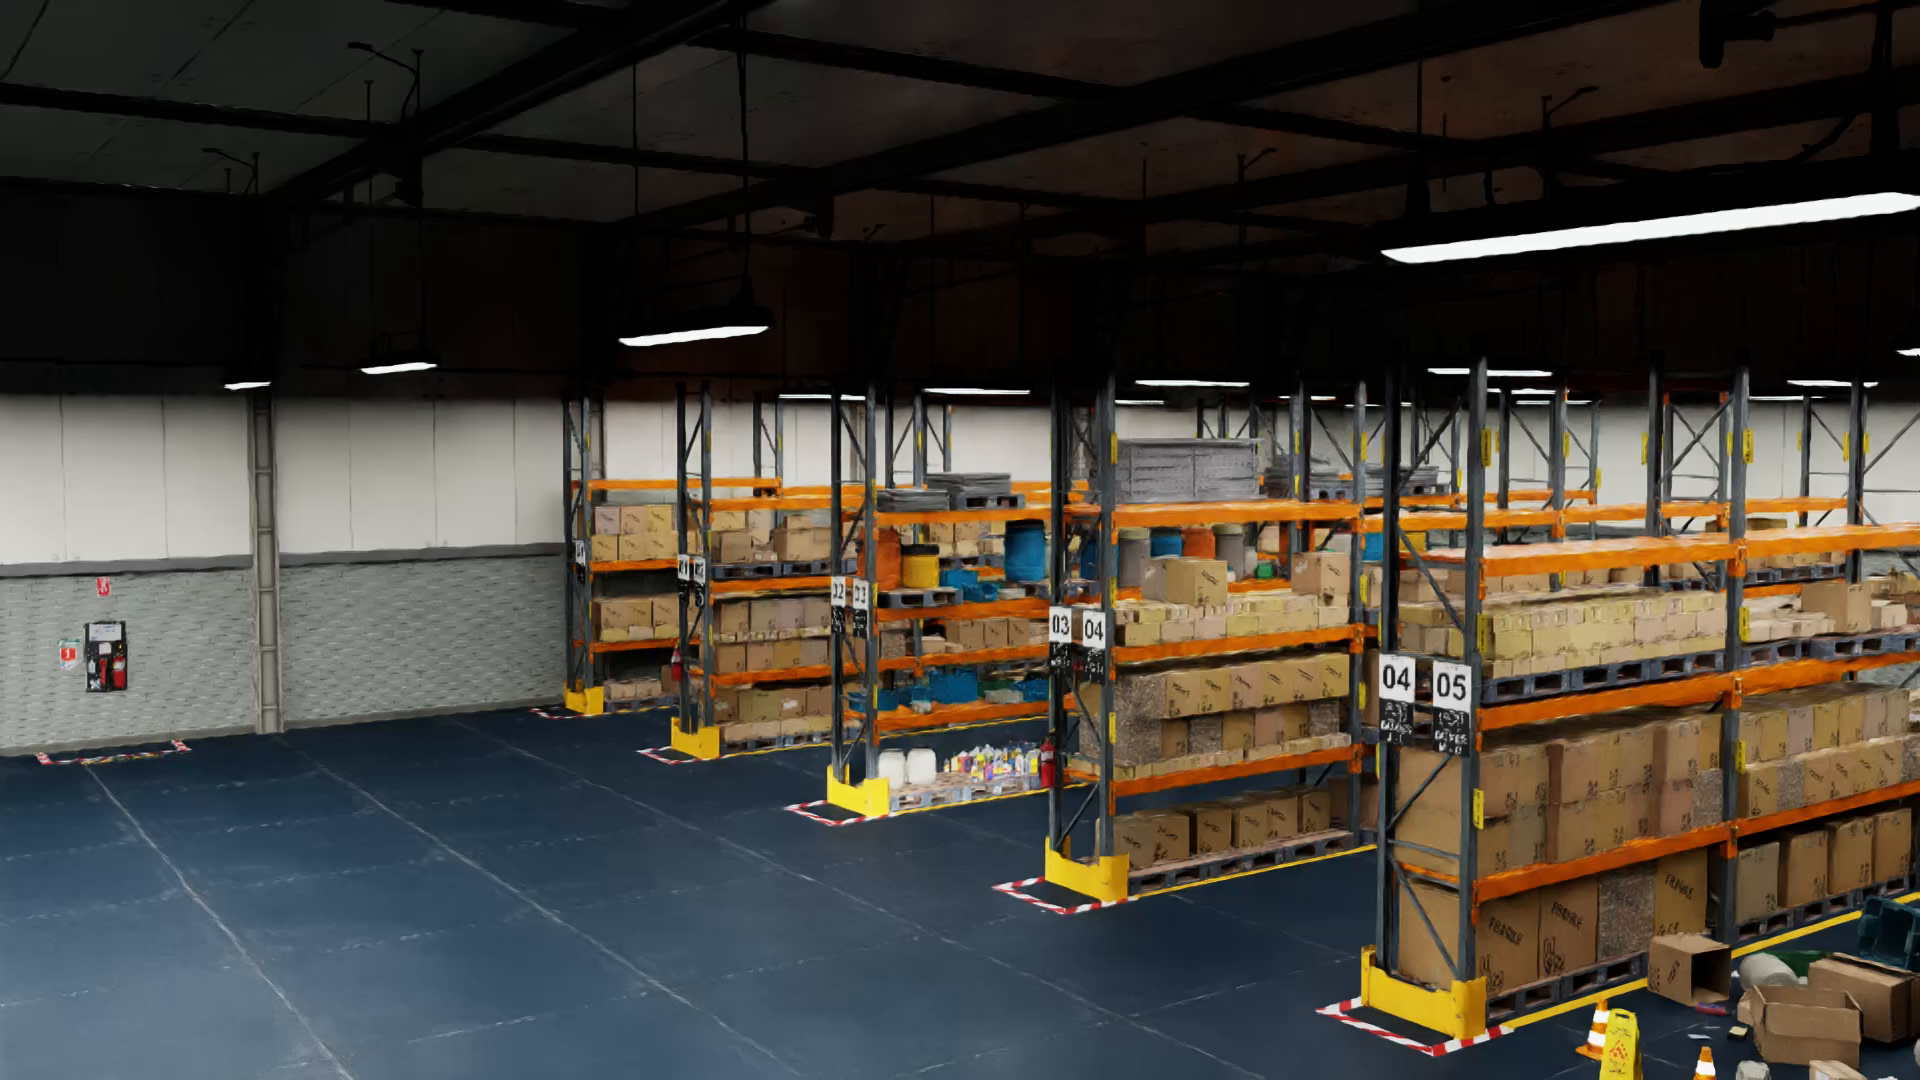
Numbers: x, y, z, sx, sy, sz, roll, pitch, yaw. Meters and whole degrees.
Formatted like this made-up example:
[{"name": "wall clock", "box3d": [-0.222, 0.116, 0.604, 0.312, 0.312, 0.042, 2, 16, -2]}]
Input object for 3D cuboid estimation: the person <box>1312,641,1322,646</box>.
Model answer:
[{"name": "person", "box3d": [8.092, 1.920, 37.310, 0.438, 1.682, 0.550, 2, 4, 31]}]
